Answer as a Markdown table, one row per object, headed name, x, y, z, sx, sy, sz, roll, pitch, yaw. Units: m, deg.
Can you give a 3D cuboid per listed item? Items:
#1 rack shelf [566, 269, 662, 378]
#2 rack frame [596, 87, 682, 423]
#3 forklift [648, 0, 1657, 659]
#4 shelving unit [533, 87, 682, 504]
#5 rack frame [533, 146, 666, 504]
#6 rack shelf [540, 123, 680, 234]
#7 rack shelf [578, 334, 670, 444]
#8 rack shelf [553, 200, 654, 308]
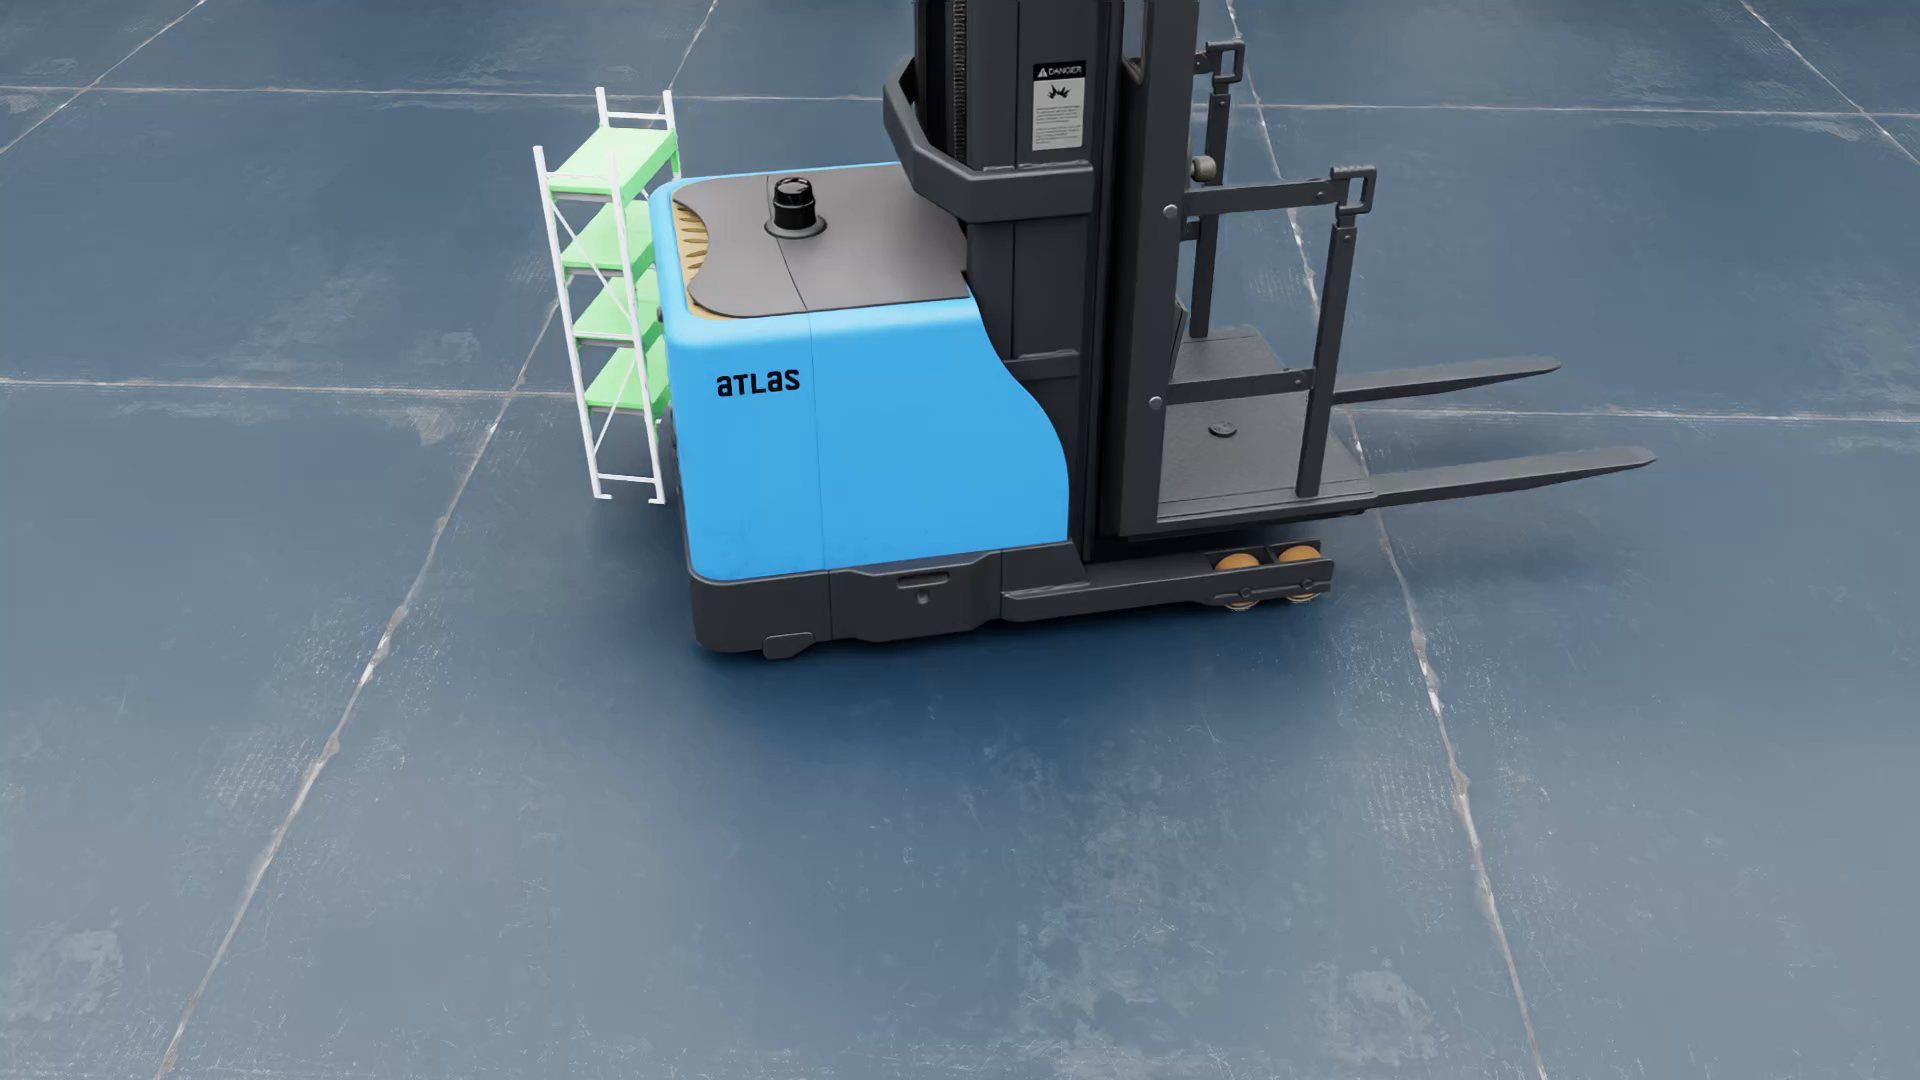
| name | x | y | z | sx | sy | sz | roll | pitch | yaw |
| --- | --- | --- | --- | --- | --- | --- | --- | --- | --- |
| rack shelf | -1.043 | -0.709 | 5.321 | 0.258 | 0.148 | 0.480 | 5 | 35 | 10 |
| rack frame | -0.997 | -0.899 | 5.481 | 0.240 | 1.200 | 0.015 | 5 | 35 | 10 |
| forklift | 0.643 | -1.283 | 4.527 | 3.031 | 2.935 | 1.130 | -7 | 36 | -10 |
| shelving unit | -1.044 | -0.761 | 5.285 | 0.258 | 1.200 | 0.503 | 5 | 35 | 10 |
| rack frame | -1.090 | -0.624 | 5.089 | 0.240 | 1.200 | 0.015 | 5 | 35 | 10 |
| rack shelf | -1.053 | -1.103 | 5.047 | 0.258 | 0.148 | 0.480 | 5 | 35 | 10 |
| rack shelf | -1.038 | -0.512 | 5.458 | 0.258 | 0.148 | 0.480 | 5 | 35 | 10 |
| rack shelf | -1.048 | -0.906 | 5.184 | 0.258 | 0.148 | 0.480 | 5 | 35 | 10 |
